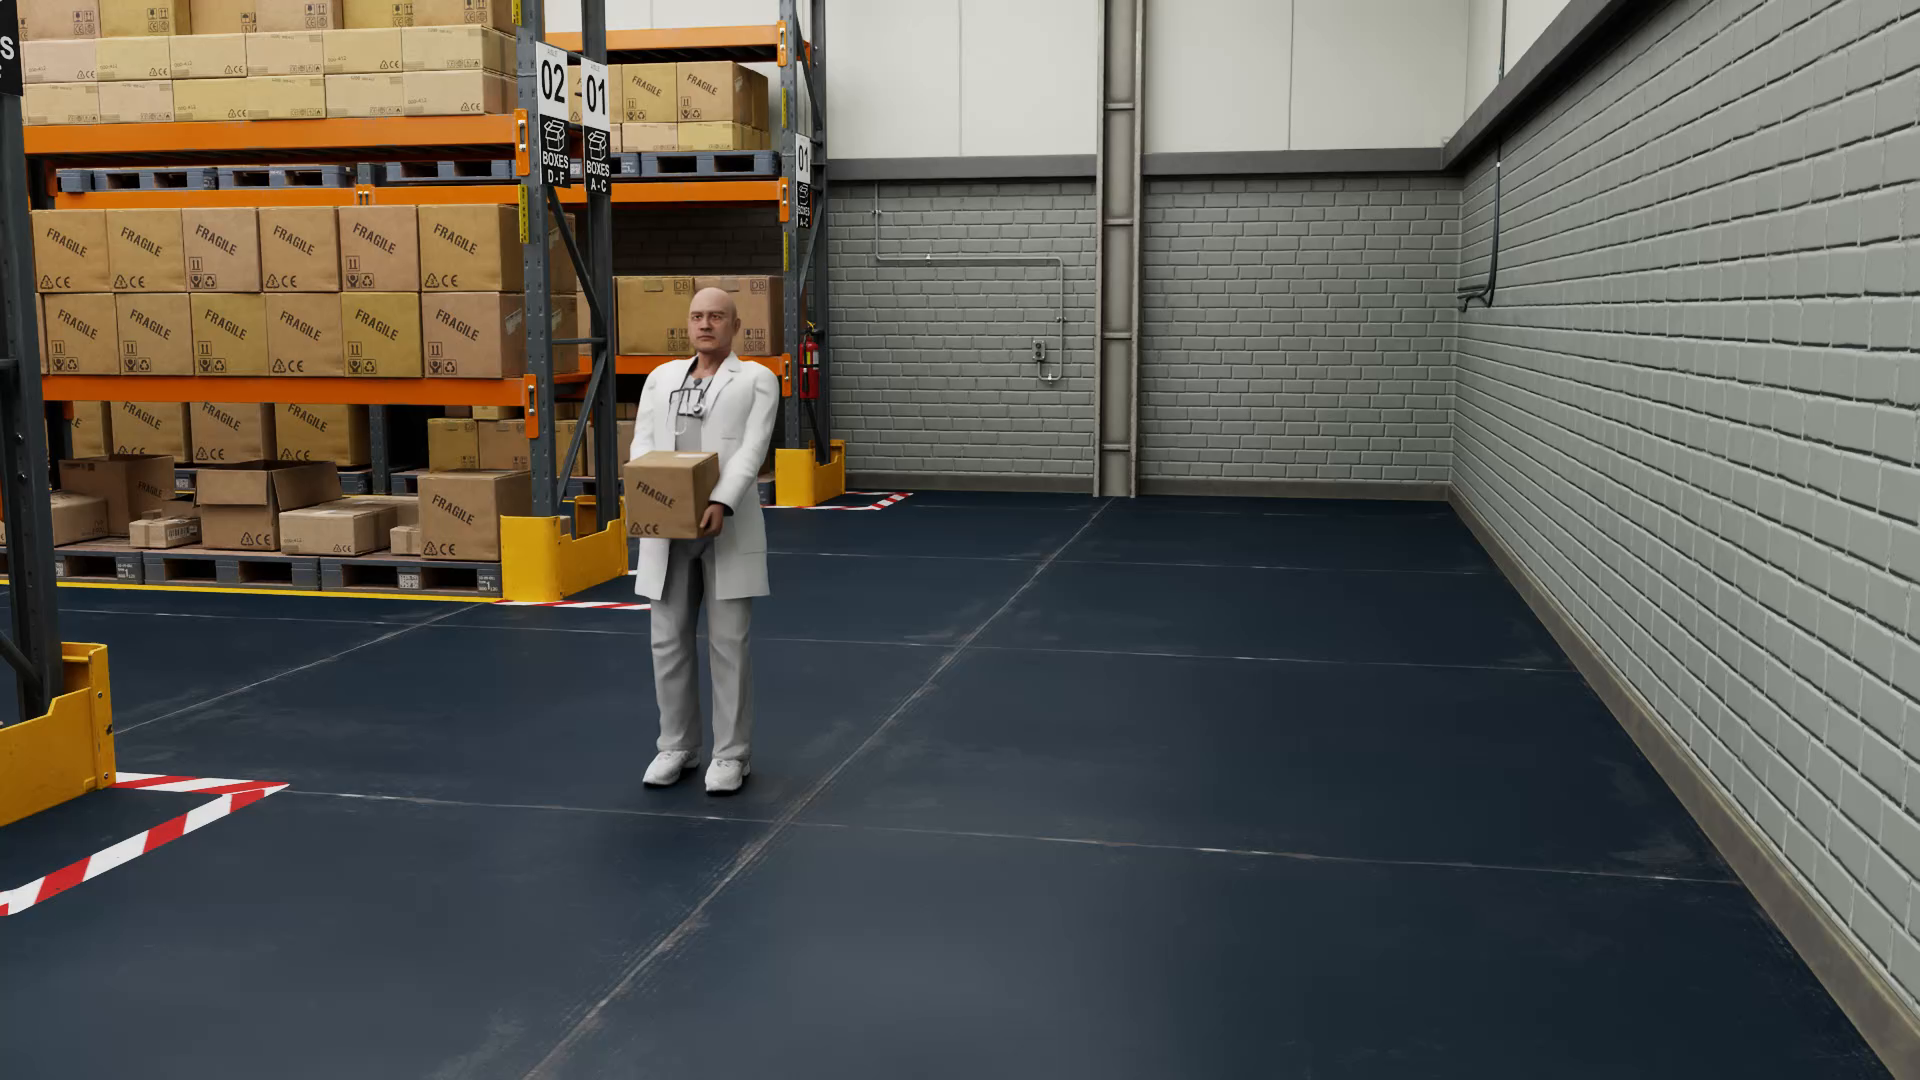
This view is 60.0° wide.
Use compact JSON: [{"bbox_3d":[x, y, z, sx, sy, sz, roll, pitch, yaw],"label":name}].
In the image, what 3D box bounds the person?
[{"bbox_3d":[-0.933,0.000,5.887,0.529,1.772,0.553,2,8,12],"label":"person"}]
